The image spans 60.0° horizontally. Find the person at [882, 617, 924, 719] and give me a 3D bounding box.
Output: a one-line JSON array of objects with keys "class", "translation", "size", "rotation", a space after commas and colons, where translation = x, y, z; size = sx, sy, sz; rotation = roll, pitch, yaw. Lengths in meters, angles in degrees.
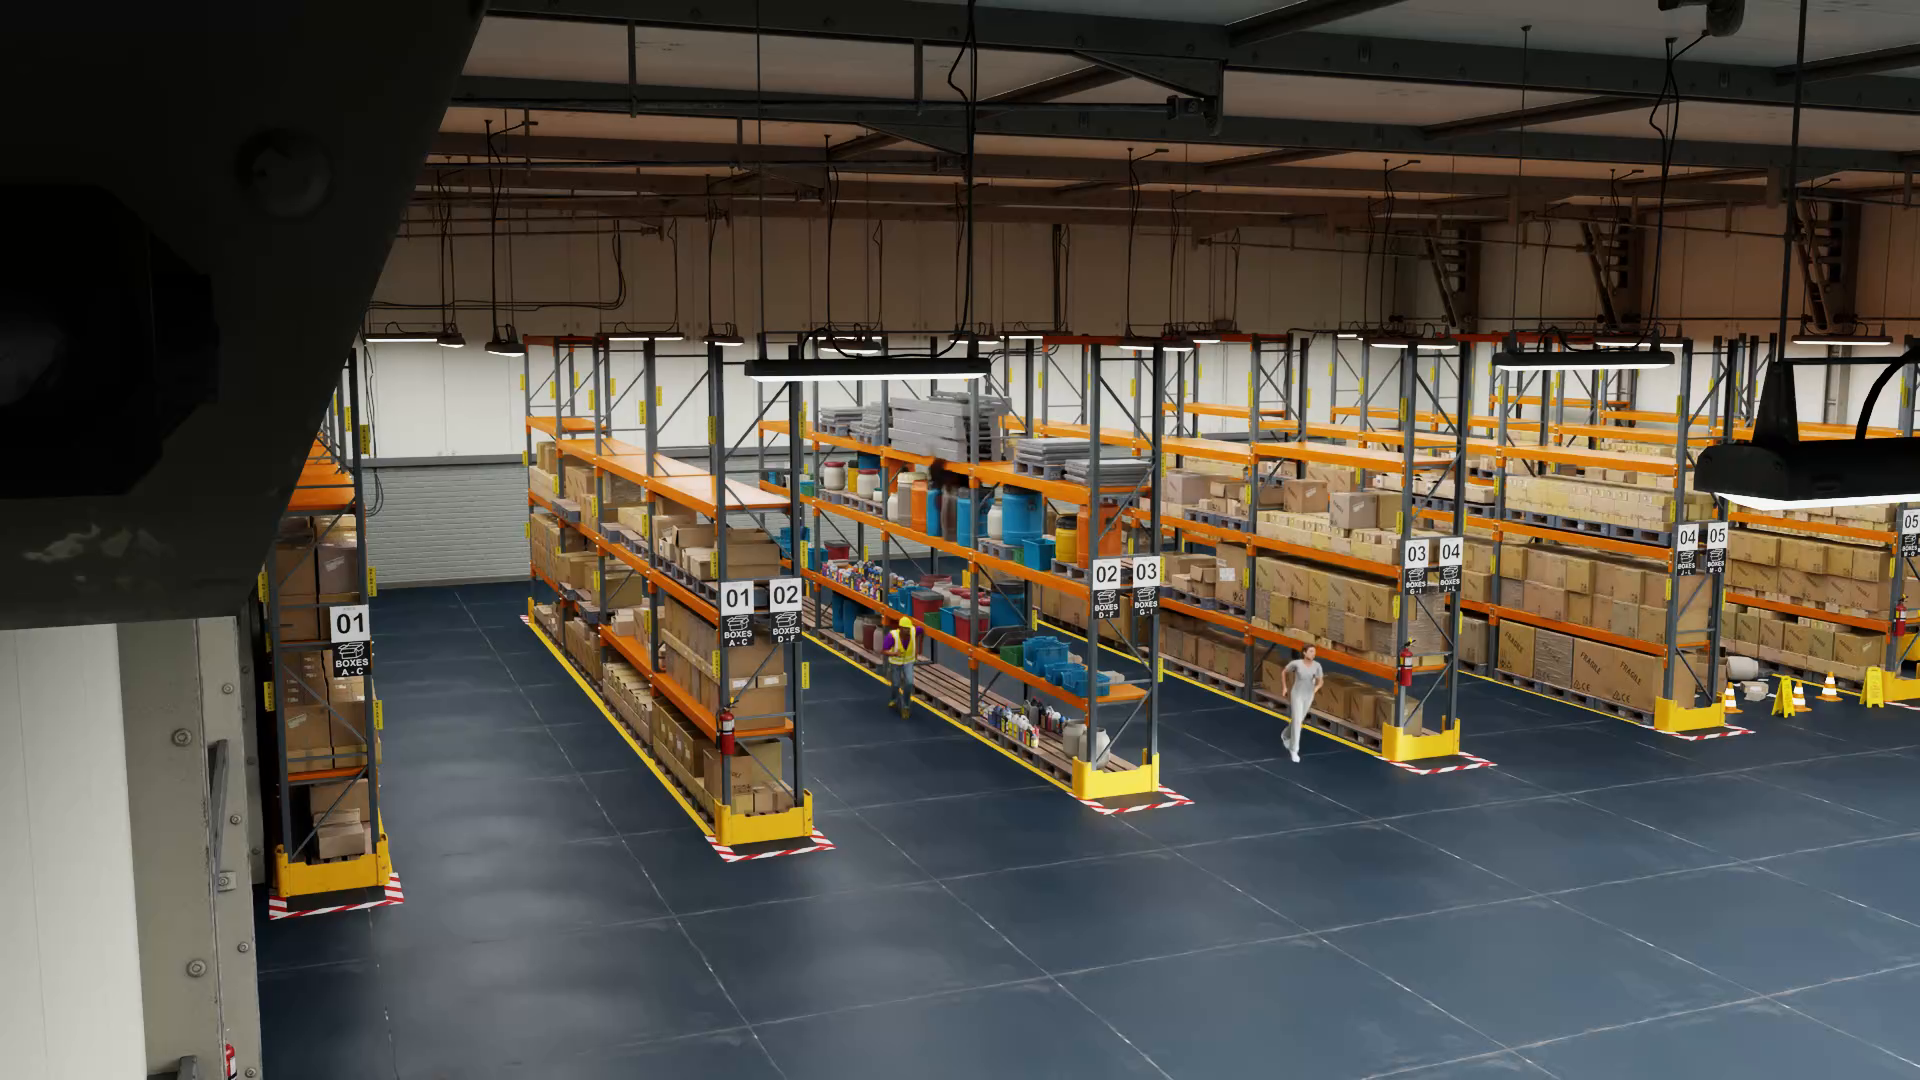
[{"class": "person", "translation": [-0.924, 2.010, 26.593], "size": [0.739, 1.704, 0.995], "rotation": [-2, 8, -15]}]

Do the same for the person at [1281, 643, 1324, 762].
[{"class": "person", "translation": [4.960, 2.288, 24.076], "size": [0.595, 1.637, 0.952], "rotation": [-2, 8, -11]}]
